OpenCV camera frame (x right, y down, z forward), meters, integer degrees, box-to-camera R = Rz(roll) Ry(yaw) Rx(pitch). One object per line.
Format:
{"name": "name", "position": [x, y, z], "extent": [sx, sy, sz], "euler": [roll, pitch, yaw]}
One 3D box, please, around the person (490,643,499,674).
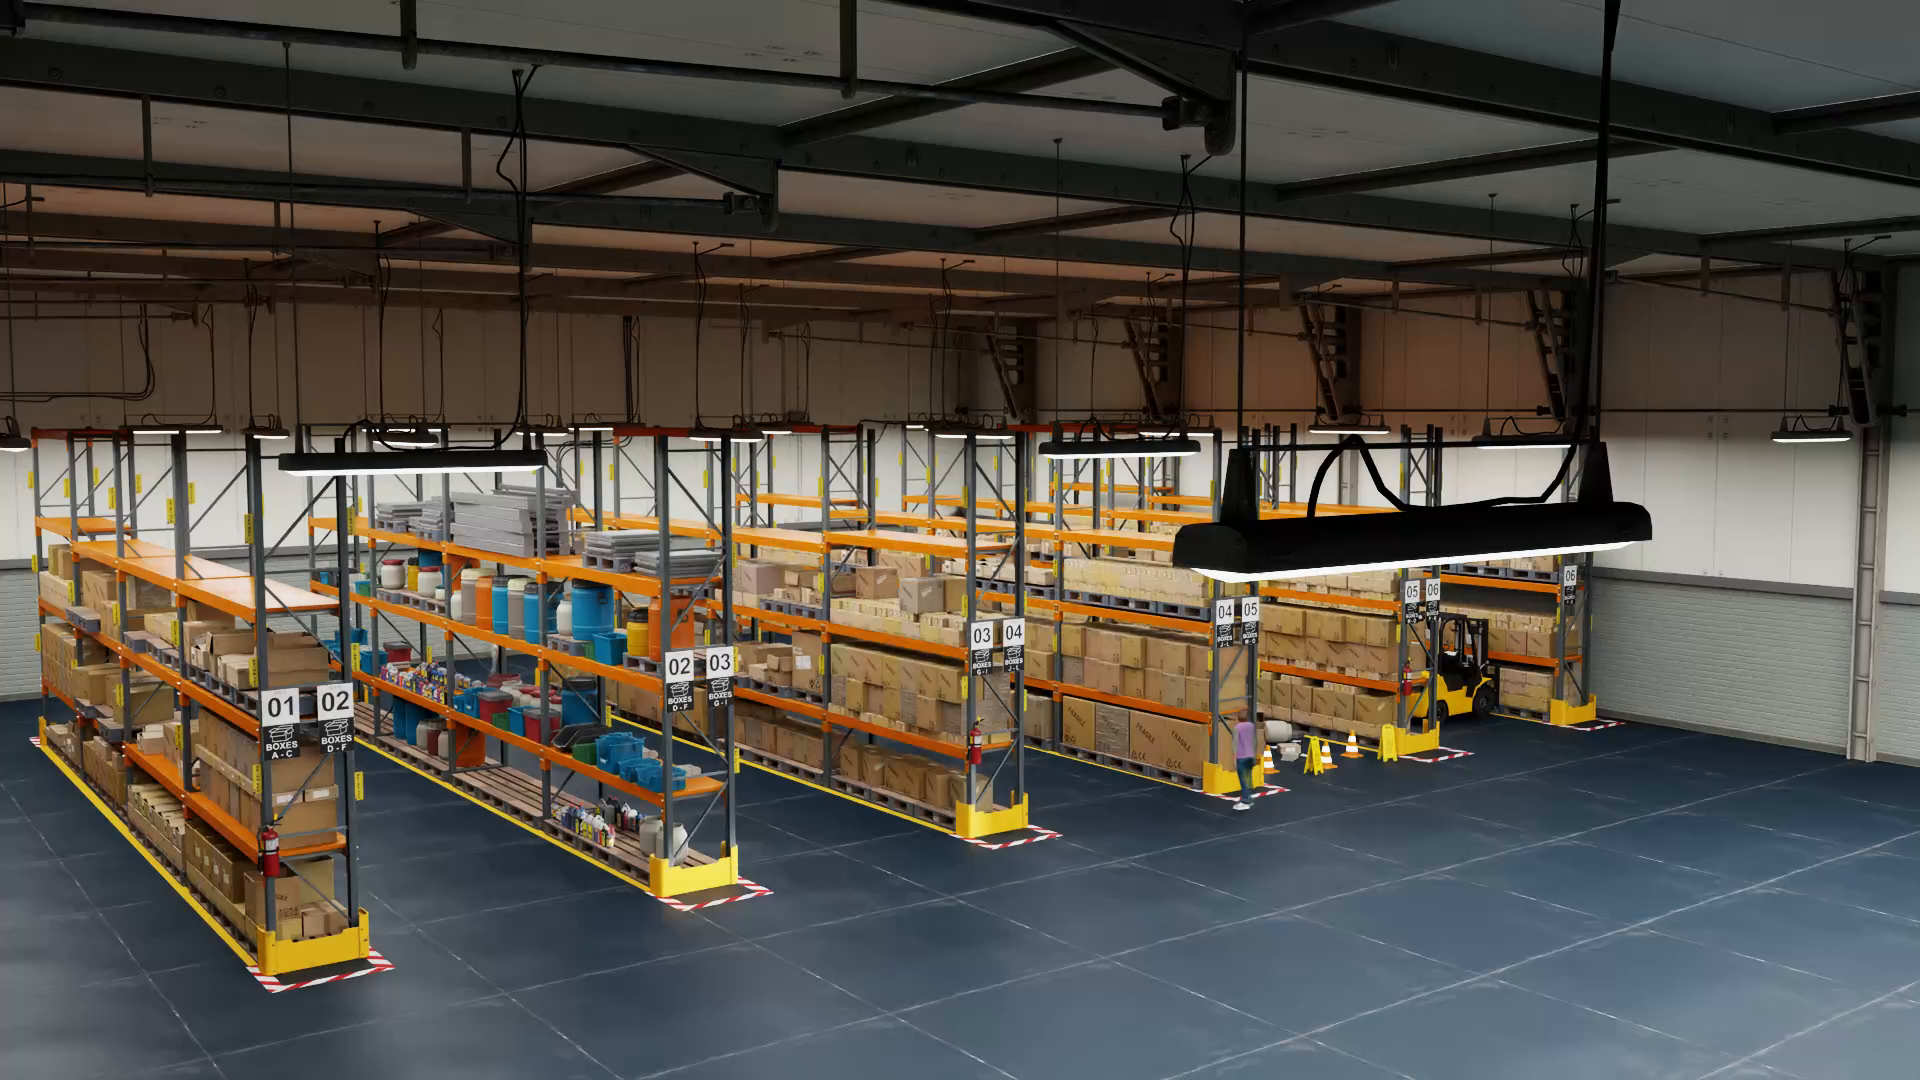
{"name": "person", "position": [-10.456, 2.536, 37.615], "extent": [0.360, 1.532, 0.459], "euler": [0, 4, 6]}

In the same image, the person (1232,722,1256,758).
{"name": "person", "position": [4.499, 3.163, 26.339], "extent": [0.432, 0.570, 0.330], "euler": [-3, 5, -33]}

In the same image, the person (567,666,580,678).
{"name": "person", "position": [-7.736, 3.012, 33.236], "extent": [0.341, 1.435, 0.460], "euler": [0, 4, -6]}
